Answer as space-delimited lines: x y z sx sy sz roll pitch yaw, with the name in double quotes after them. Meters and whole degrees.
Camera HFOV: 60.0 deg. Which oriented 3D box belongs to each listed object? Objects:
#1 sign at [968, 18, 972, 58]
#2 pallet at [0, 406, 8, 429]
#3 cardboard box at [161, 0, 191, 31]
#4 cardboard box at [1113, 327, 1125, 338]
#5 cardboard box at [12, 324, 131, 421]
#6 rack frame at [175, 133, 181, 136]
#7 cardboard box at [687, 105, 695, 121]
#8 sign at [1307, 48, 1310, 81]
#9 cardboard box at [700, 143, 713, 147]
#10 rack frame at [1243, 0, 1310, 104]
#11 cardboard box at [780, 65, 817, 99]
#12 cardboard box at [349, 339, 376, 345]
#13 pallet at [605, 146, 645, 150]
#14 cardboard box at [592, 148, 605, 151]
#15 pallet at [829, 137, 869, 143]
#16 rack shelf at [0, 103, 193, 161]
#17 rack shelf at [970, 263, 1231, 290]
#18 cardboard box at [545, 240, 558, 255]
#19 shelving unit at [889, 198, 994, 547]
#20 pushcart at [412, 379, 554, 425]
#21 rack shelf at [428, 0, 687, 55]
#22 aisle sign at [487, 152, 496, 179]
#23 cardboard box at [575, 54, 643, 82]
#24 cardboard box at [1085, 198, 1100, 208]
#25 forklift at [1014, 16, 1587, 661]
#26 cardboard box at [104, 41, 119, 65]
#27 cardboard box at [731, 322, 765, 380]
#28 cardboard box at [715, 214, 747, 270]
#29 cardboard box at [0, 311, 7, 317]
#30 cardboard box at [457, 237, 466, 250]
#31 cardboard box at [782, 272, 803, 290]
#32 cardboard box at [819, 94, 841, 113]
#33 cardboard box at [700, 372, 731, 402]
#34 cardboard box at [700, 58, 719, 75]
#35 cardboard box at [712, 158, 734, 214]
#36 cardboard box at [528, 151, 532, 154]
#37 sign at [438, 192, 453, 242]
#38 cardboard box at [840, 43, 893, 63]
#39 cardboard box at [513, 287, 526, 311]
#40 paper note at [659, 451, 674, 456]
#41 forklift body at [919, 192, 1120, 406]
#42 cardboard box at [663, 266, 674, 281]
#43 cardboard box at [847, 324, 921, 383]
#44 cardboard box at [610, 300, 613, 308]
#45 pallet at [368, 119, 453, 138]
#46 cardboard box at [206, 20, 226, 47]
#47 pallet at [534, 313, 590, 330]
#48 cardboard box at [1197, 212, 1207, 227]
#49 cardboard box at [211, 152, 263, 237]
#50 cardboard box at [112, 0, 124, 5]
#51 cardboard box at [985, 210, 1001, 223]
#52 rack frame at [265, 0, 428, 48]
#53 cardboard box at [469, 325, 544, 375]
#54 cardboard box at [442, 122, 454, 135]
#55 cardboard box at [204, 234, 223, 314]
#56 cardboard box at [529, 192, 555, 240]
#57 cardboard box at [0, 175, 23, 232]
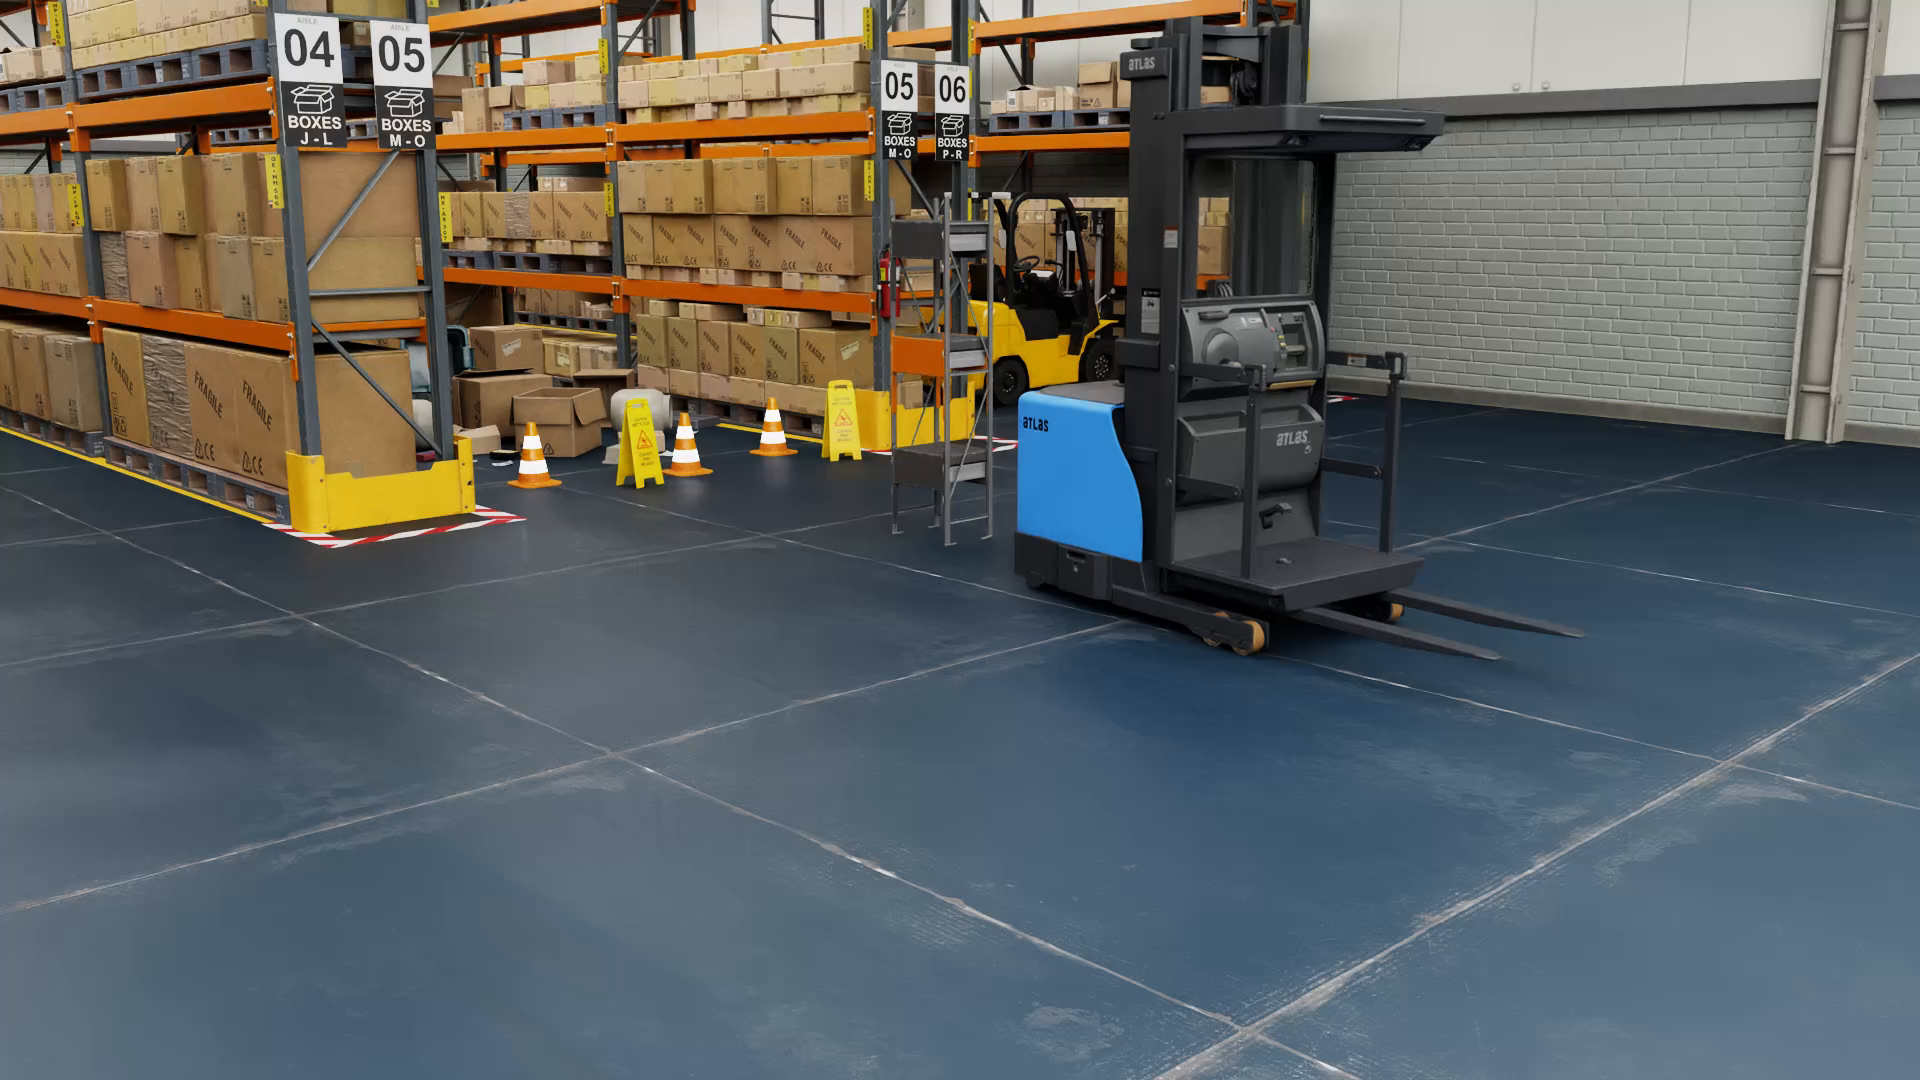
0.060 -4.289 14.198 0.100 0.325 0.005 -11 16 -43 "sign"
-8.877 -1.288 16.141 1.003 0.211 1.213 -11 16 -43 "pallet"
-5.073 -3.587 11.301 0.500 0.250 0.500 -11 16 -43 "cardboard box"
1.983 -2.287 18.614 0.500 0.250 0.500 -11 16 -44 "cardboard box"
-7.762 -1.519 14.885 1.050 0.750 0.750 -11 16 -43 "cardboard box"
-11.381 -7.590 24.950 1.000 3.000 0.127 -11 16 -43 "rack frame"
-2.344 -4.017 15.666 0.250 0.149 0.380 11 16 43 "cardboard box"
3.661 -5.021 17.554 0.100 0.325 0.005 -11 16 -43 "sign"
-3.492 -5.759 23.870 0.500 0.250 0.500 -11 16 -43 "cardboard box"
3.256 -5.947 16.976 1.000 3.000 0.127 -11 16 -43 "rack frame"
-1.217 -3.970 14.451 0.500 0.250 0.500 -11 16 -43 "cardboard box"
-7.503 -3.023 21.874 0.875 0.875 0.875 -10 15 -41 "cardboard box"
-4.632 -6.032 25.289 1.213 0.211 1.003 -11 16 -43 "pallet"
-5.493 -6.117 25.860 0.380 0.149 0.250 -11 16 -43 "cardboard box"
-0.961 -5.304 21.754 1.003 0.211 1.213 -10 15 -40 "pallet"
-7.986 -3.604 14.822 1.077 0.370 4.000 -11 16 -43 "rack shelf"
1.874 -2.948 19.071 1.077 0.370 4.000 -11 16 -43 "rack shelf"
-4.201 -3.130 17.751 0.380 0.149 0.250 -11 16 -42 "cardboard box"
-0.114 -1.053 10.317 0.431 2.100 0.503 -11 16 -43 "shelving unit"
-4.709 -1.291 15.742 0.936 0.377 1.648 6 13 26 "pushcart"
-4.475 -5.582 17.979 1.077 0.370 4.000 -11 16 -43 "rack shelf"
-8.053 -6.586 28.503 0.394 0.787 0.004 -11 16 -43 "aisle sign"
-3.587 -4.813 16.999 0.500 0.250 0.500 -10 16 -41 "cardboard box"
1.631 -3.806 18.860 0.380 0.149 0.250 -11 16 -42 "cardboard box"
1.580 -1.007 8.036 1.130 2.935 3.031 -9 14 -36 "forklift"
-6.075 -3.585 12.280 0.380 0.149 0.250 -11 16 -43 "cardboard box"
-1.780 -1.774 15.502 0.500 0.500 0.500 11 16 44 "cardboard box"
-1.928 -2.776 15.466 0.500 0.500 0.500 -11 16 -42 "cardboard box"
-10.029 -2.191 16.910 0.500 0.250 0.500 11 16 44 "cardboard box"
-5.596 -3.447 19.293 0.250 0.149 0.380 11 16 42 "cardboard box"
-1.361 -2.313 14.830 0.380 0.149 0.250 -11 16 -42 "cardboard box"
-0.976 -3.707 14.162 0.380 0.149 0.250 -11 16 -42 "cardboard box"
-2.137 -1.482 15.945 0.500 0.250 0.500 -11 16 -43 "cardboard box"
-2.174 -4.363 15.368 0.380 0.149 0.250 -11 16 -43 "cardboard box"
-1.857 -3.272 15.397 0.700 0.500 0.500 -11 16 -43 "cardboard box"
-6.878 -6.421 27.334 0.380 0.149 0.250 -11 16 -43 "cardboard box"
-3.437 -2.151 11.078 0.100 0.325 0.005 -11 16 -43 "sign"
-0.779 -4.061 13.904 0.380 0.149 0.250 -11 16 -42 "cardboard box"
-7.440 -4.224 28.628 0.637 0.503 0.797 11 16 43 "cardboard box"
-2.424 -0.723 13.844 0.142 0.019 0.148 6 13 26 "paper note"
0.627 -2.616 17.776 2.313 2.155 1.214 -11 16 -43 "forklift body"
-2.691 -2.622 16.329 0.380 0.149 0.250 -11 16 -43 "cardboard box"
-0.706 -1.702 15.156 0.500 0.500 0.500 11 16 43 "cardboard box"
-5.317 -3.778 26.939 0.500 0.311 0.500 -10 15 -41 "cardboard box"
-6.340 -4.947 20.025 1.213 0.211 1.003 -10 15 -40 "pallet"
-4.668 -3.288 10.839 0.380 0.149 0.250 -11 16 -42 "cardboard box"
-6.352 -3.673 27.715 1.003 0.211 1.213 -11 16 -43 "pallet"
2.615 -3.420 17.723 0.380 0.149 0.250 -11 16 -42 "cardboard box"
-4.517 -2.341 11.294 0.875 0.550 0.550 -11 16 -43 "cardboard box"
-5.894 -3.938 12.016 0.380 0.149 0.250 -11 16 -42 "cardboard box"
0.523 -3.876 19.936 0.380 0.149 0.250 -11 16 -43 "cardboard box"
-3.842 -4.550 10.197 1.000 3.000 0.127 -11 16 -43 "rack frame"
-4.361 -1.794 16.006 0.500 0.500 0.500 -11 16 -43 "cardboard box"
-5.762 -4.760 19.273 0.380 0.149 0.250 -11 16 -43 "cardboard box"
-4.823 -1.910 11.875 0.875 0.550 0.550 -11 16 -43 "cardboard box"
-4.275 -3.484 17.865 0.500 0.500 0.500 -10 15 -41 "cardboard box"
-8.358 -3.103 15.314 0.700 0.500 0.500 -11 16 -43 "cardboard box"
